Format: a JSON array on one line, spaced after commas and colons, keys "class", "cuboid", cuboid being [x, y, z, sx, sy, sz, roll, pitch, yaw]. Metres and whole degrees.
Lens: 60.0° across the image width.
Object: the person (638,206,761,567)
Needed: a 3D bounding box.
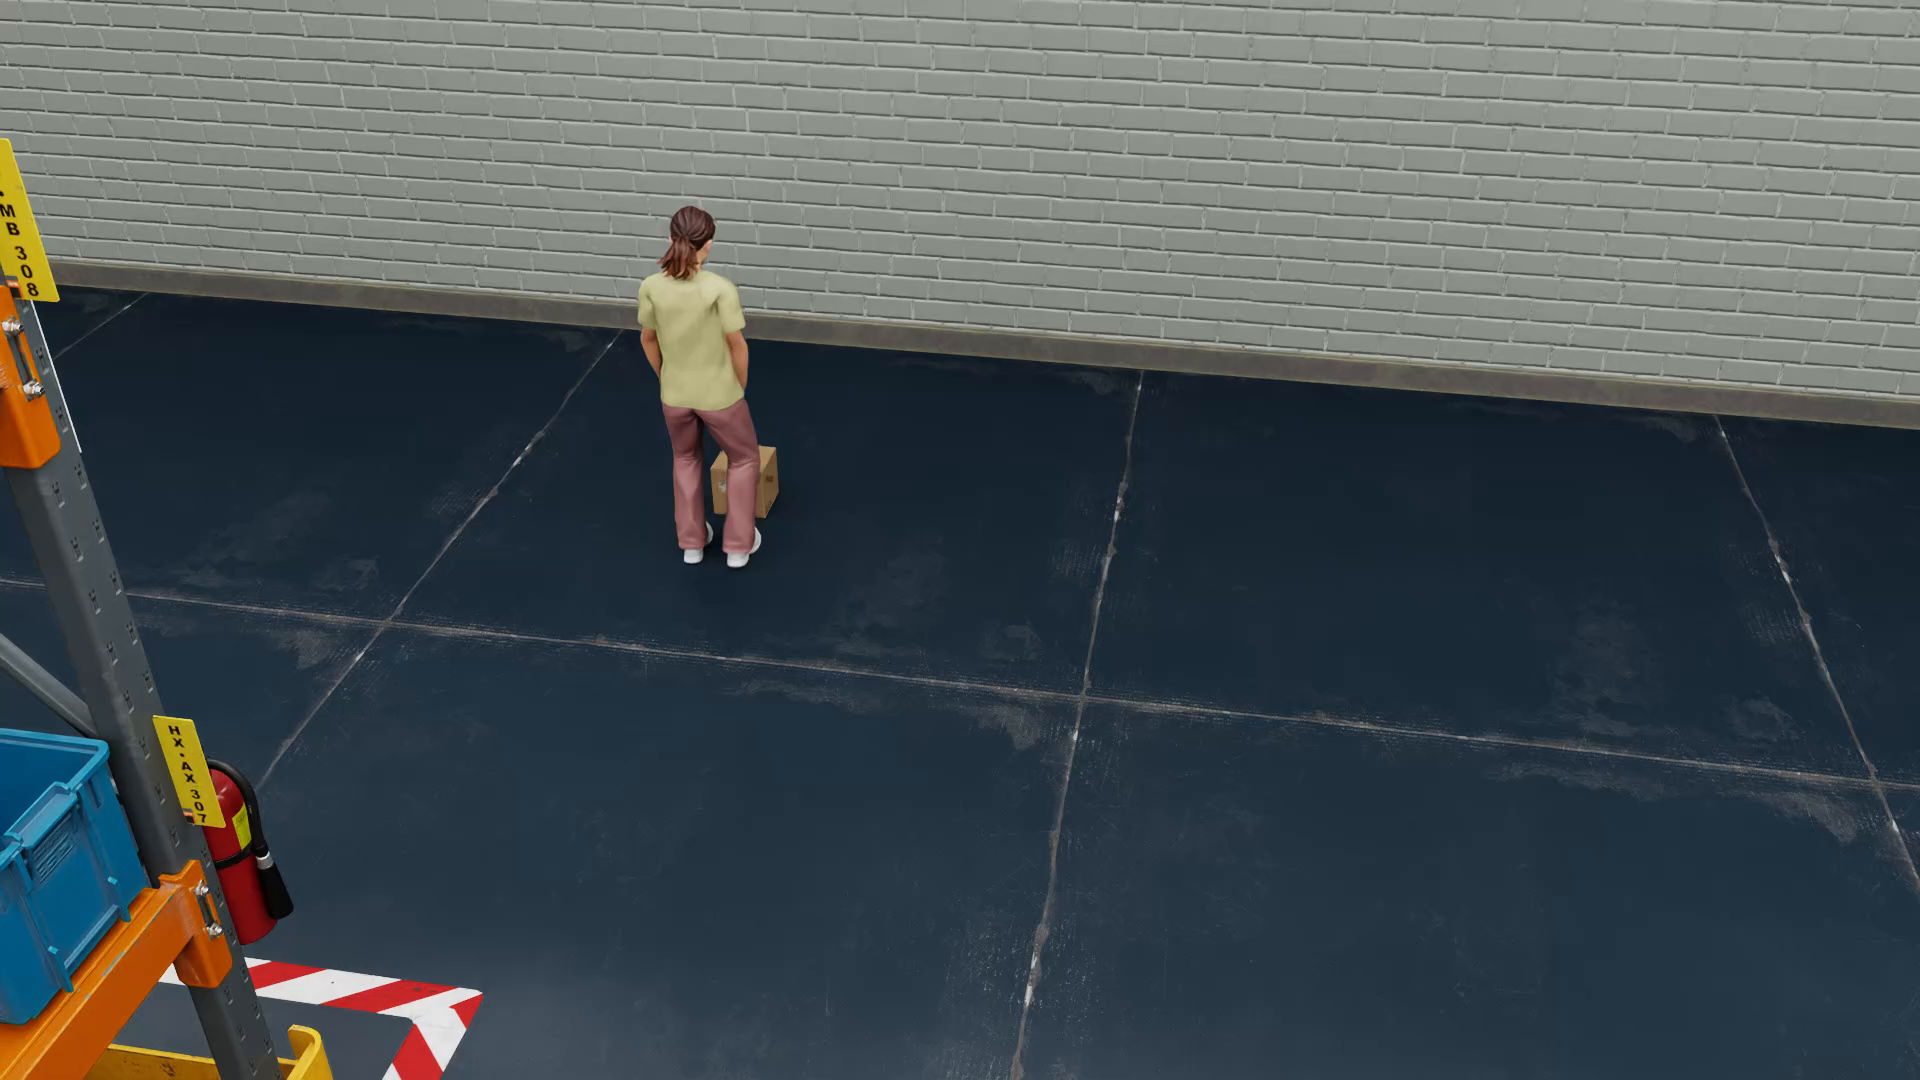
[{"class": "person", "cuboid": [-1.123, -0.636, 7.190, 0.470, 1.628, 0.387, 6, 33, 9]}]
